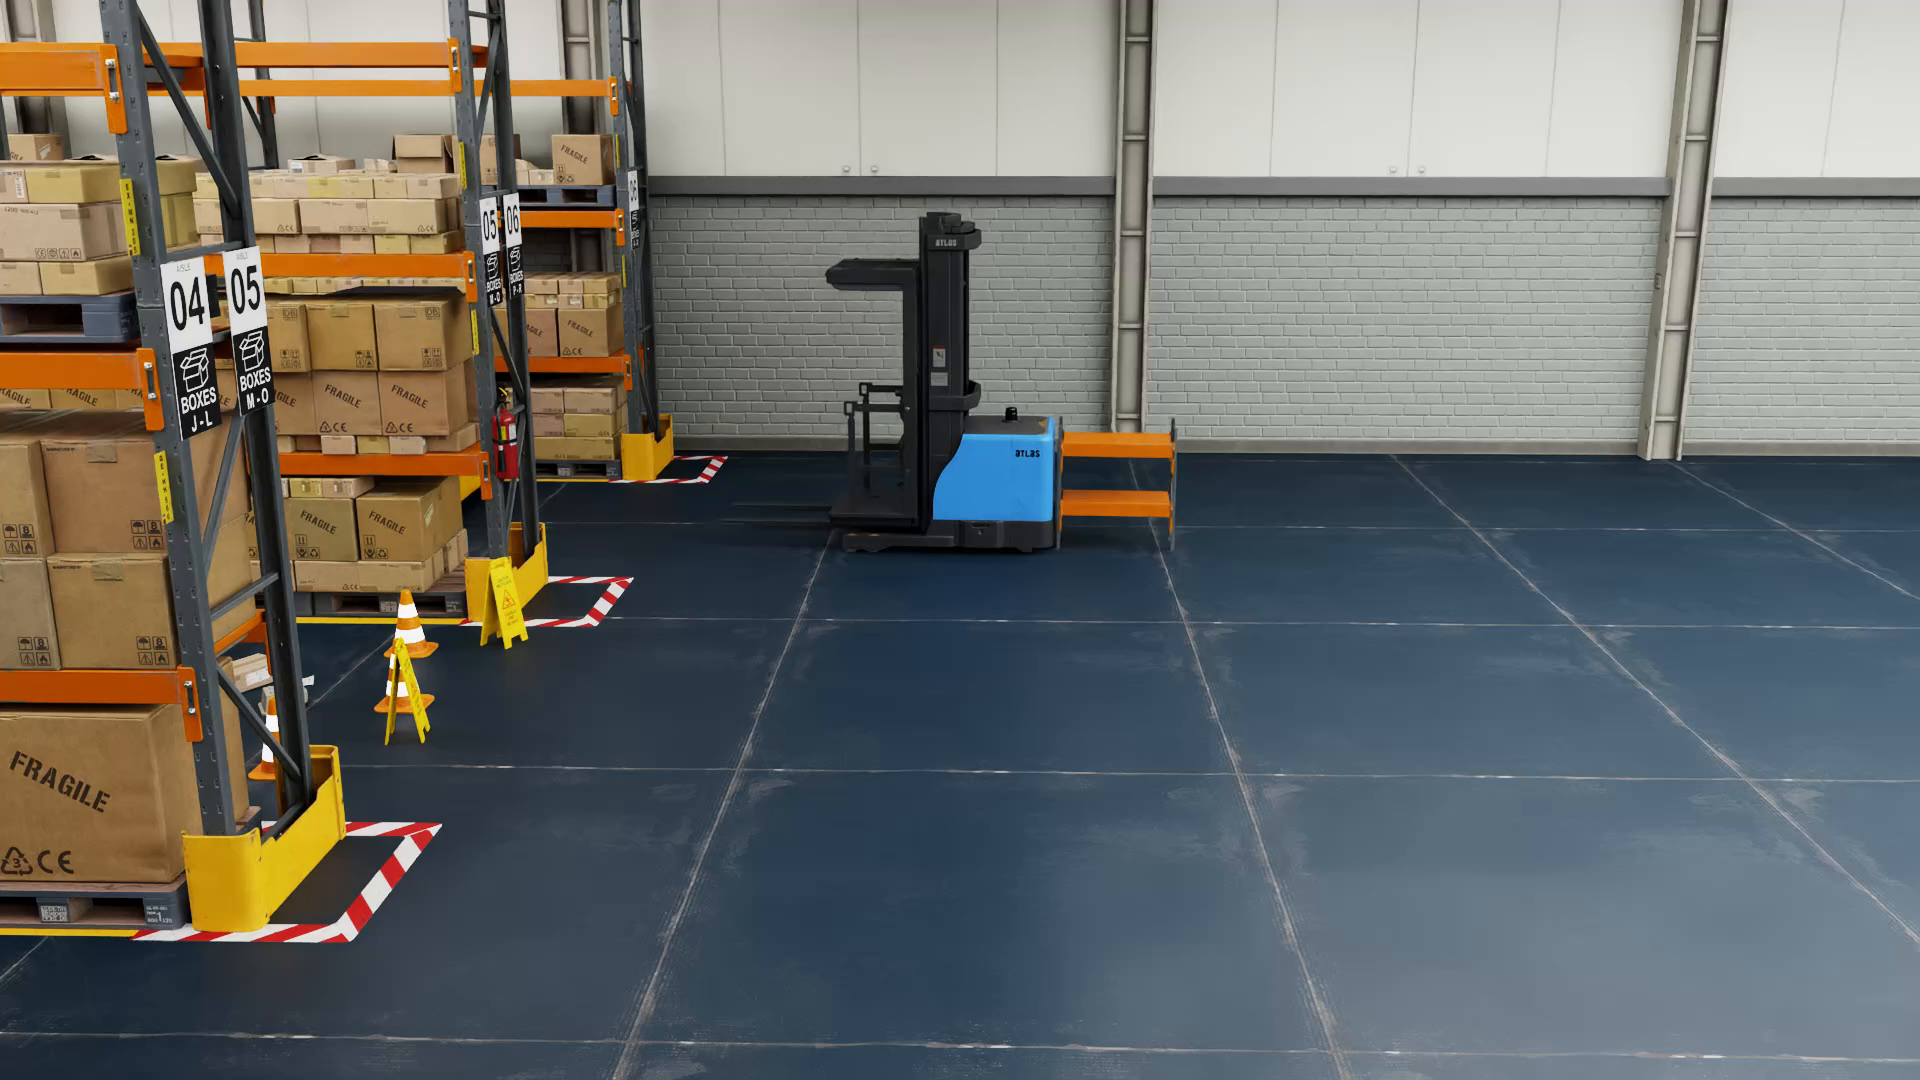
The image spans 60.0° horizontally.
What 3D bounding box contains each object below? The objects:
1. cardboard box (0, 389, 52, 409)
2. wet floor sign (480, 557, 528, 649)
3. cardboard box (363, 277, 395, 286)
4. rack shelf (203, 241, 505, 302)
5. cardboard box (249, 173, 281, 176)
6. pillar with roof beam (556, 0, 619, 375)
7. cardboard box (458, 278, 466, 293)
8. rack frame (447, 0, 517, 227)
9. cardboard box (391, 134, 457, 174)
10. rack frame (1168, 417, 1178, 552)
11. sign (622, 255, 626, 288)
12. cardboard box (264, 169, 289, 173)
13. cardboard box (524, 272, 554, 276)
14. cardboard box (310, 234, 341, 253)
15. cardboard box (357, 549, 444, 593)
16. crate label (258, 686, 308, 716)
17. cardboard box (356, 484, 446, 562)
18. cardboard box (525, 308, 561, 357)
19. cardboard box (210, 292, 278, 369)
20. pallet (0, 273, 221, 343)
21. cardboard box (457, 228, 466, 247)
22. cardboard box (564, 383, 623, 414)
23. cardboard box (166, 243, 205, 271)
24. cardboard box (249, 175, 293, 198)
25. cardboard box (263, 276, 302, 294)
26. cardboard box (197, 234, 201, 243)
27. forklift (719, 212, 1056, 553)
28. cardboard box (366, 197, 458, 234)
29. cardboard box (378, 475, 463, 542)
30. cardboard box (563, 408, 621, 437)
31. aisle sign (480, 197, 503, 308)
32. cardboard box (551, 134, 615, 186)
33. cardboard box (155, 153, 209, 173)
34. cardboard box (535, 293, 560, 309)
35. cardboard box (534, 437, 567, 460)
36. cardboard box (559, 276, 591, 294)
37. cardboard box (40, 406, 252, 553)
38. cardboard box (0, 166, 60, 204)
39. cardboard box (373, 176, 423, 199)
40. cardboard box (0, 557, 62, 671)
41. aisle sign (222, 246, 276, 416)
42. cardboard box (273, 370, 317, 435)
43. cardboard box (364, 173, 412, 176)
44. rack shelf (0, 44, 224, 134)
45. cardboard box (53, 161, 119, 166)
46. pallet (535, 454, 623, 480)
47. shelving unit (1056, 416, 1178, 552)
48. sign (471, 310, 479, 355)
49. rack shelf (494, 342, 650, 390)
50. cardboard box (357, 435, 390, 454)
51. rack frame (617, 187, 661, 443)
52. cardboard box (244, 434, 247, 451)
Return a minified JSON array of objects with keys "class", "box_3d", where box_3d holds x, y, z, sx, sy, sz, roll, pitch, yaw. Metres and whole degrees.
[{"class":"cardboard box","box_3d":[-7.118,-1.108,12.790,0.500,0.500,0.500,0,15,1]},{"class":"wet floor sign","box_3d":[-3.389,0.449,12.283,0.232,0.644,0.267,6,16,21]},{"class":"cardboard box","box_3d":[-6.082,-2.683,17.488,0.250,0.149,0.380,0,15,1]},{"class":"rack shelf","box_3d":[-5.551,-2.079,12.781,4.000,0.370,1.077,0,15,1]},{"class":"cardboard box","box_3d":[-5.422,-2.750,12.844,0.250,0.149,0.380,1,15,3]},{"class":"pillar with roof beam","box_3d":[-4.212,-4.267,13.782,0.400,9.000,9.100,0,15,1]},{"class":"cardboard box","box_3d":[-5.070,-2.667,17.426,0.250,0.149,0.380,1,15,3]},{"class":"rack frame","box_3d":[-3.552,-3.864,12.257,0.127,3.000,1.000,0,15,1]},{"class":"cardboard box","box_3d":[-5.482,-3.968,17.307,0.637,0.503,0.797,1,15,3]},{"class":"rack frame","box_3d":[1.912,-0.502,14.947,0.032,1.125,0.500,1,15,4]},{"class":"sign","box_3d":[-3.456,-2.765,17.118,0.005,0.325,0.100,0,15,1]},{"class":"cardboard box","box_3d":[-6.986,-3.755,17.197,0.250,0.149,0.380,1,15,3]},{"class":"cardboard box","box_3d":[-4.531,-2.806,17.954,0.250,0.149,0.380,0,15,2]},{"class":"cardboard box","box_3d":[-4.681,-2.246,12.495,0.250,0.149,0.380,0,15,2]},{"class":"cardboard box","box_3d":[-4.391,0.226,13.080,0.500,0.250,0.500,0,15,1]},{"class":"crate label","box_3d":[-4.490,1.043,11.029,0.298,0.136,0.250,-8,17,-28]},{"class":"cardboard box","box_3d":[-4.359,-0.138,12.991,0.500,0.500,0.500,0,15,2]},{"class":"cardboard box","box_3d":[-4.446,-2.220,17.587,0.500,0.500,0.500,1,15,3]},{"class":"cardboard box","box_3d":[-5.581,-1.608,12.725,0.500,0.500,0.700,0,15,1]},{"class":"pallet","box_3d":[-4.319,-1.110,7.872,1.213,0.211,1.003,0,15,1]},{"class":"cardboard box","box_3d":[-3.875,-2.377,12.994,0.250,0.149,0.380,0,15,1]},{"class":"cardboard box","box_3d":[-3.897,-1.510,17.700,0.500,0.250,0.500,1,15,3]},{"class":"cardboard box","box_3d":[-3.912,-1.365,8.136,0.250,0.149,0.380,0,15,2]},{"class":"cardboard box","box_3d":[-5.167,-2.640,12.426,0.250,0.149,0.380,0,15,0]},{"class":"cardboard box","box_3d":[-7.116,-2.684,17.491,0.250,0.149,0.380,1,15,3]},{"class":"cardboard box","box_3d":[-5.701,-2.244,12.486,0.250,0.149,0.380,0,15,2]},{"class":"forklift","box_3d":[-0.651,-1.438,14.953,3.031,2.935,1.130,1,15,4]},{"class":"cardboard box","box_3d":[-4.070,-2.420,12.373,0.500,0.250,0.500,0,15,1]},{"class":"cardboard box","box_3d":[-4.375,-0.275,13.511,0.500,0.500,0.500,0,15,0]},{"class":"cardboard box","box_3d":[-3.923,-1.268,17.763,0.500,0.250,0.500,0,15,1]},{"class":"aisle sign","box_3d":[-3.497,-2.146,12.409,0.004,0.787,0.394,0,15,1]},{"class":"cardboard box","box_3d":[-3.877,-3.920,17.134,0.500,0.500,0.500,1,15,3]},{"class":"cardboard box","box_3d":[-8.157,-3.857,17.264,0.500,0.311,0.500,0,15,0]},{"class":"cardboard box","box_3d":[-4.296,-2.534,17.506,0.250,0.149,0.380,1,15,2]},{"class":"cardboard box","box_3d":[-4.403,-1.031,17.845,0.500,0.250,0.500,0,15,1]},{"class":"cardboard box","box_3d":[-4.039,-2.677,17.468,0.250,0.149,0.380,0,15,2]},{"class":"cardboard box","box_3d":[-3.947,-0.307,8.125,0.550,0.550,0.875,0,15,1]},{"class":"cardboard box","box_3d":[-4.172,-1.584,7.404,0.250,0.149,0.380,0,15,2]},{"class":"cardboard box","box_3d":[-4.154,-2.616,12.336,0.250,0.149,0.380,1,15,2]},{"class":"cardboard box","box_3d":[-4.499,0.238,8.174,0.550,0.550,0.875,0,15,1]},{"class":"aisle sign","box_3d":[-3.498,-1.034,8.192,0.004,0.787,0.394,0,15,1]},{"class":"cardboard box","box_3d":[-5.102,-1.098,12.751,0.500,0.500,0.500,0,15,1]},{"class":"cardboard box","box_3d":[-4.402,-2.747,12.832,0.250,0.149,0.380,0,15,1]},{"class":"rack shelf","box_3d":[-5.576,-2.073,7.662,4.000,0.370,1.077,0,15,1]},{"class":"cardboard box","box_3d":[-4.153,-1.752,8.039,0.250,0.149,0.380,0,15,2]},{"class":"pallet","box_3d":[-4.194,-0.875,18.154,1.213,0.211,1.003,0,15,1]},{"class":"shelving unit","box_3d":[1.405,-0.511,14.983,1.048,1.125,0.538,1,15,4]},{"class":"sign","box_3d":[-3.586,-1.535,12.298,0.005,0.325,0.100,0,15,1]},{"class":"rack shelf","box_3d":[-5.428,-1.895,17.961,4.000,0.370,1.077,0,15,1]},{"class":"cardboard box","box_3d":[-4.443,-0.770,12.783,0.250,0.149,0.380,0,15,0]},{"class":"rack frame","box_3d":[-3.429,-2.229,17.820,0.127,3.000,1.000,0,15,1]},{"class":"cardboard box","box_3d":[-5.458,-0.805,12.913,0.250,0.149,0.380,0,15,1]}]
